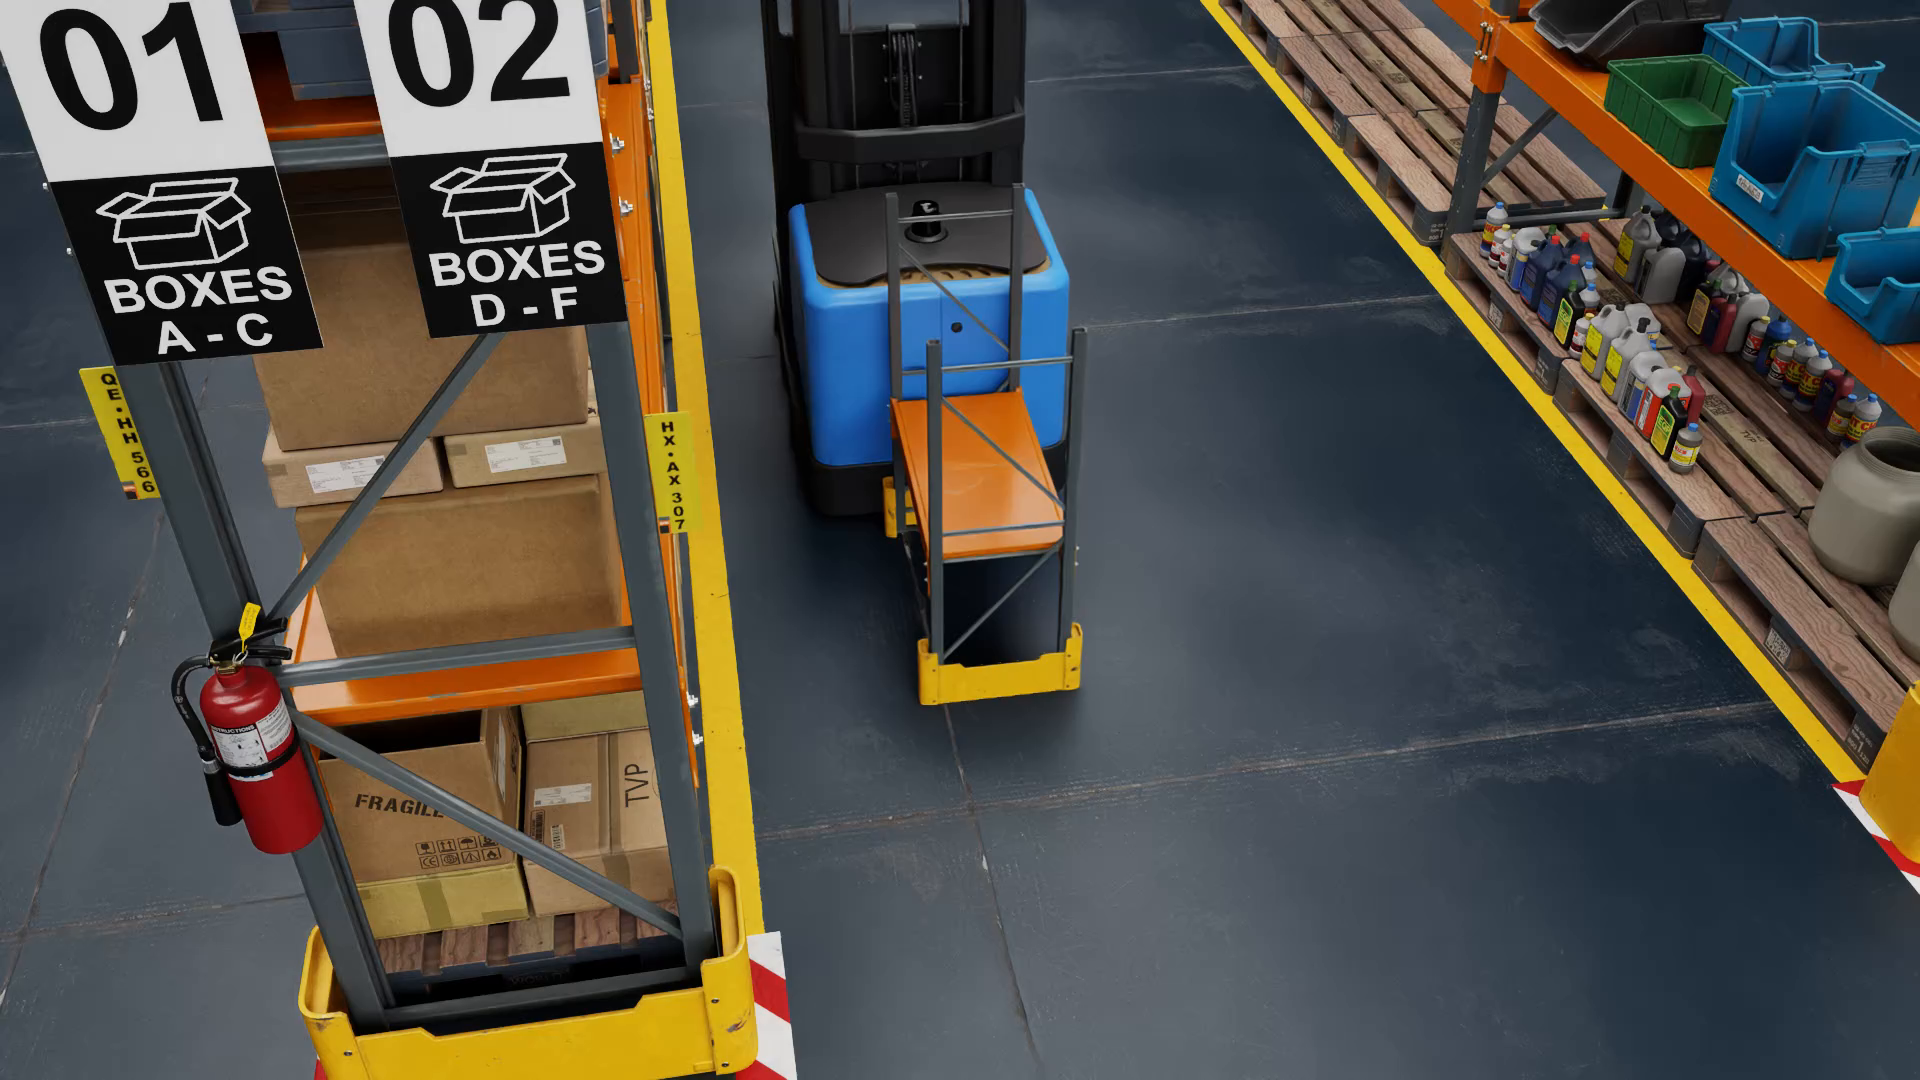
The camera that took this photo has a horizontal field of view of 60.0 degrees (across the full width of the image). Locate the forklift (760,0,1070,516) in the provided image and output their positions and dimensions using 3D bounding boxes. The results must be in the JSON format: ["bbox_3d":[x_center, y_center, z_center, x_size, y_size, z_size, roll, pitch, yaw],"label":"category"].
[{"bbox_3d":[-0.309,-2.155,7.135,1.130,2.935,3.031,-6,38,-7],"label":"forklift"}]

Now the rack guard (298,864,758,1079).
[{"bbox_3d":[-1.182,1.283,4.691,1.175,0.500,0.348,-6,38,-8],"label":"rack guard"}]

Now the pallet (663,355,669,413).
[{"bbox_3d":[-1.790,-0.549,7.284,1.003,0.211,1.213,-6,38,-8],"label":"pallet"}]

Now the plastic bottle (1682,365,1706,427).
[{"bbox_3d":[3.025,-0.579,6.906,0.061,0.283,0.133,-6,38,-8],"label":"plastic bottle"}]

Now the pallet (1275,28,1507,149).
[{"bbox_3d":[2.596,-2.772,10.147,1.003,0.211,1.213,-6,38,-8],"label":"pallet"}]

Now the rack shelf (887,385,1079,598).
[{"bbox_3d":[0.064,-0.201,6.080,0.538,0.185,1.000,-6,38,-7],"label":"rack shelf"}]

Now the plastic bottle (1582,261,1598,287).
[{"bbox_3d":[2.867,-1.155,7.657,0.097,0.271,0.097,0,38,0],"label":"plastic bottle"}]

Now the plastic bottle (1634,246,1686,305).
[{"bbox_3d":[3.278,-1.258,7.786,0.152,0.276,0.135,-6,38,-8],"label":"plastic bottle"}]

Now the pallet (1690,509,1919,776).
[{"bbox_3d":[3.494,0.320,6.166,1.003,0.211,1.213,-6,38,-8],"label":"pallet"}]

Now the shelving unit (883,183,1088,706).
[{"bbox_3d":[0.063,-0.349,5.976,0.587,1.500,1.083,-6,38,-7],"label":"shelving unit"}]

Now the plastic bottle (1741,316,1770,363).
[{"bbox_3d":[3.549,-0.898,7.383,0.097,0.201,0.097,0,38,0],"label":"plastic bottle"}]

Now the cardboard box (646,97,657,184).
[{"bbox_3d":[-1.798,-2.015,8.341,0.500,0.311,0.500,-7,38,-8],"label":"cardboard box"}]

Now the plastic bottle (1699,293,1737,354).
[{"bbox_3d":[3.396,-0.987,7.431,0.061,0.283,0.133,-6,38,-8],"label":"plastic bottle"}]

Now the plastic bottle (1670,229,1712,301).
[{"bbox_3d":[3.420,-1.319,7.803,0.144,0.351,0.185,-8,39,-10],"label":"plastic bottle"}]

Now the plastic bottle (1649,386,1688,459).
[{"bbox_3d":[2.899,-0.481,6.779,0.061,0.283,0.133,-5,38,-7],"label":"plastic bottle"}]

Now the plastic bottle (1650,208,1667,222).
[{"bbox_3d":[3.398,-1.511,8.105,0.061,0.283,0.133,-4,38,-6],"label":"plastic bottle"}]

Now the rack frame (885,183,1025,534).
[{"bbox_3d":[-0.017,-0.651,6.366,0.500,1.500,0.032,-6,38,-7],"label":"rack frame"}]

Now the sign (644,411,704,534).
[{"bbox_3d":[-0.639,-0.148,3.725,0.100,0.325,0.005,-6,38,-8],"label":"sign"}]

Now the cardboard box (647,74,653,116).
[{"bbox_3d":[-1.985,-2.414,9.311,0.500,0.250,0.500,-6,38,-7],"label":"cardboard box"}]

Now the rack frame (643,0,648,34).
[{"bbox_3d":[-2.589,-4.551,10.162,1.000,3.000,0.127,-6,38,-8],"label":"rack frame"}]

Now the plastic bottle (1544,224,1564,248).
[{"bbox_3d":[2.802,-1.346,7.893,0.061,0.283,0.133,-6,38,-8],"label":"plastic bottle"}]

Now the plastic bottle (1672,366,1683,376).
[{"bbox_3d":[3.015,-0.644,7.056,0.097,0.201,0.097,0,38,0],"label":"plastic bottle"}]

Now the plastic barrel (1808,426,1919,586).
[{"bbox_3d":[3.412,-0.125,6.151,0.421,0.512,0.421,0,38,0],"label":"plastic barrel"}]

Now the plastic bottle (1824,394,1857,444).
[{"bbox_3d":[3.661,-0.509,6.882,0.097,0.201,0.097,0,38,0],"label":"plastic bottle"}]

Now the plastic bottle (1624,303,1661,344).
[{"bbox_3d":[2.971,-0.891,7.314,0.152,0.276,0.135,-6,38,-8],"label":"plastic bottle"}]

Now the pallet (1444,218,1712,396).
[{"bbox_3d":[3.066,-1.154,8.063,1.003,0.211,1.213,-6,38,-8],"label":"pallet"}]

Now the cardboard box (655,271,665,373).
[{"bbox_3d":[-1.591,-0.958,7.437,0.500,0.250,0.500,-6,38,-8],"label":"cardboard box"}]

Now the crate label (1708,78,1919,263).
[{"bbox_3d":[3.102,-1.346,6.008,0.502,0.435,0.616,-6,38,-8],"label":"crate label"}]

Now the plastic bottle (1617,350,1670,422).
[{"bbox_3d":[2.896,-0.648,7.001,0.152,0.276,0.135,-7,38,-9],"label":"plastic bottle"}]

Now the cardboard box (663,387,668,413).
[{"bbox_3d":[-1.411,-0.355,6.660,0.500,0.250,0.500,-6,38,-8],"label":"cardboard box"}]

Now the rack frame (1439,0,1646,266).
[{"bbox_3d":[2.989,-2.665,7.735,1.000,3.000,0.127,-6,38,-8],"label":"rack frame"}]

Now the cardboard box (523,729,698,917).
[{"bbox_3d":[-1.062,0.854,5.105,0.500,0.250,0.500,-6,38,-8],"label":"cardboard box"}]

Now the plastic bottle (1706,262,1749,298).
[{"bbox_3d":[3.476,-1.124,7.552,0.144,0.351,0.185,-6,38,-8],"label":"plastic bottle"}]

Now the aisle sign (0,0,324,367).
[{"bbox_3d":[-1.464,-0.674,3.053,0.394,0.787,0.004,-6,38,-8],"label":"aisle sign"}]

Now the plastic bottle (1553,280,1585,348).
[{"bbox_3d":[2.743,-1.016,7.468,0.061,0.283,0.133,-5,38,-6],"label":"plastic bottle"}]

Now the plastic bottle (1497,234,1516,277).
[{"bbox_3d":[2.649,-1.371,7.992,0.097,0.201,0.097,0,38,0],"label":"plastic bottle"}]

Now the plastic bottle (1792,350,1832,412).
[{"bbox_3d":[3.620,-0.681,7.047,0.097,0.271,0.097,0,38,0],"label":"plastic bottle"}]

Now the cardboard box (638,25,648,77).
[{"bbox_3d":[-1.986,-2.641,9.146,0.500,0.311,0.500,-5,38,-7],"label":"cardboard box"}]

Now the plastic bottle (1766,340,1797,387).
[{"bbox_3d":[3.585,-0.774,7.223,0.097,0.201,0.097,0,38,0],"label":"plastic bottle"}]

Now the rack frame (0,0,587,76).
[{"bbox_3d":[-1.187,-2.088,2.102,1.000,3.000,0.127,-6,38,-8],"label":"rack frame"}]

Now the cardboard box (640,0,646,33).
[{"bbox_3d":[-2.157,-3.249,9.929,0.500,0.311,0.500,-7,38,-9],"label":"cardboard box"}]

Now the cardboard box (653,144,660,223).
[{"bbox_3d":[-1.803,-1.794,8.513,0.500,0.250,0.500,-5,38,-7],"label":"cardboard box"}]

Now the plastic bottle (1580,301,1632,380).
[{"bbox_3d":[2.830,-0.890,7.251,0.144,0.351,0.185,-7,38,-8],"label":"plastic bottle"}]

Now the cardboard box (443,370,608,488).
[{"bbox_3d":[-1.043,-0.274,4.048,0.380,0.149,0.250,-6,38,-8],"label":"cardboard box"}]

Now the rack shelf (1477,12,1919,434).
[{"bbox_3d":[3.340,-1.173,6.401,1.077,0.370,4.000,-6,38,-8],"label":"rack shelf"}]

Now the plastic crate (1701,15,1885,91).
[{"bbox_3d":[3.451,-1.967,6.958,0.499,0.251,0.616,-6,38,-8],"label":"plastic crate"}]

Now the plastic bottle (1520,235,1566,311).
[{"bbox_3d":[2.722,-1.261,7.728,0.144,0.351,0.185,-5,38,-7],"label":"plastic bottle"}]

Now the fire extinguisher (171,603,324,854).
[{"bbox_3d":[-1.623,0.433,3.810,0.296,0.674,0.183,-6,38,-8],"label":"fire extinguisher"}]

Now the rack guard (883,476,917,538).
[{"bbox_3d":[-0.016,-0.157,6.748,0.587,0.250,0.087,-6,38,-7],"label":"rack guard"}]

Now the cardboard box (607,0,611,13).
[{"bbox_3d":[-1.842,-2.593,7.847,0.380,0.149,0.250,-6,38,-8],"label":"cardboard box"}]

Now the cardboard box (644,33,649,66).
[{"bbox_3d":[-2.163,-3.028,10.102,0.500,0.250,0.500,-7,38,-8],"label":"cardboard box"}]

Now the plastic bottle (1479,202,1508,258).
[{"bbox_3d":[2.614,-1.522,8.129,0.097,0.271,0.097,0,38,0],"label":"plastic bottle"}]

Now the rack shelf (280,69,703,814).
[{"bbox_3d":[-1.537,-0.642,5.718,1.077,0.370,4.000,-6,38,-8],"label":"rack shelf"}]

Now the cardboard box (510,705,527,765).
[{"bbox_3d":[-1.671,0.609,5.421,0.500,0.250,0.500,-6,38,-8],"label":"cardboard box"}]

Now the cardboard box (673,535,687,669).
[{"bbox_3d":[-1.240,0.250,5.882,0.500,0.250,0.500,-6,38,-8],"label":"cardboard box"}]

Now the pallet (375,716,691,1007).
[{"bbox_3d":[-1.362,0.925,5.387,1.003,0.211,1.213,-6,38,-8],"label":"pallet"}]

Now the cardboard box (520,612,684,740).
[{"bbox_3d":[-1.151,0.256,5.264,0.500,0.500,0.500,-6,38,-8],"label":"cardboard box"}]

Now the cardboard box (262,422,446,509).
[{"bbox_3d":[-1.441,-0.224,3.984,0.380,0.149,0.250,-7,38,-9],"label":"cardboard box"}]
